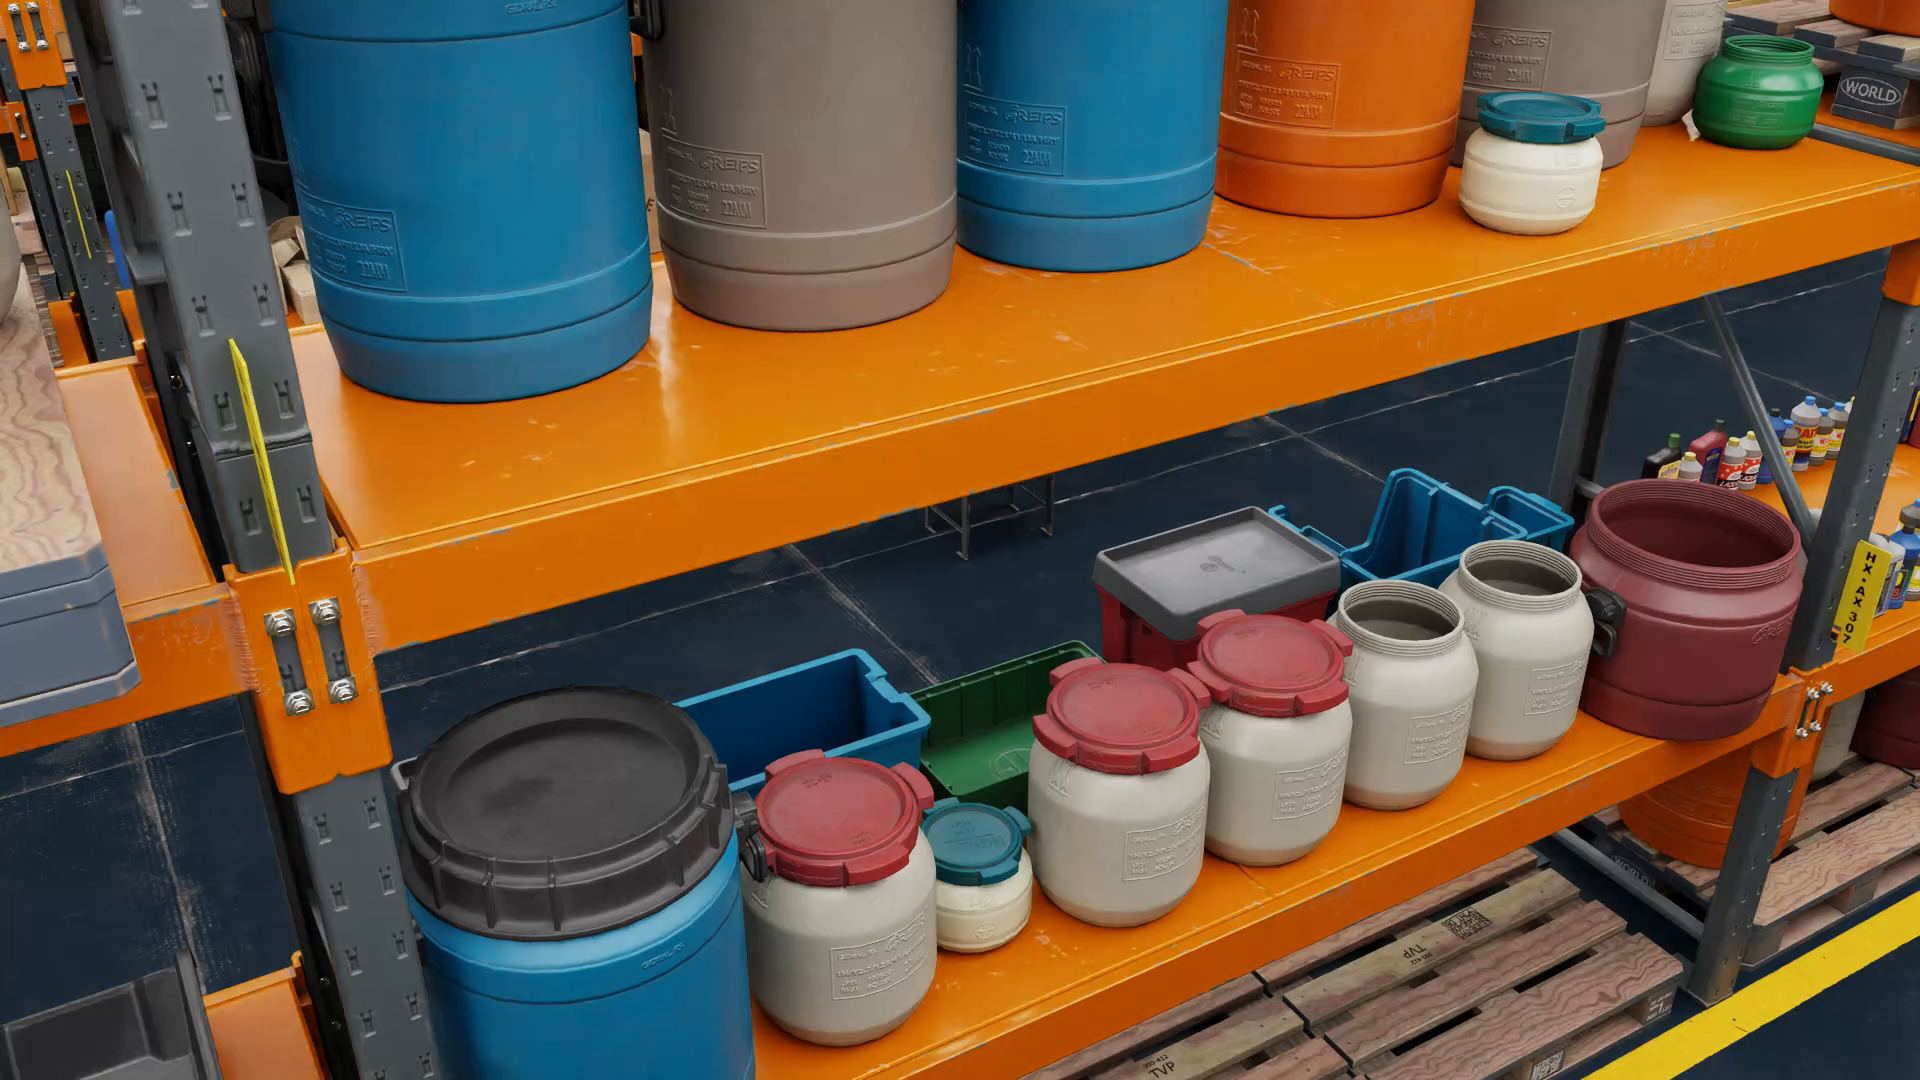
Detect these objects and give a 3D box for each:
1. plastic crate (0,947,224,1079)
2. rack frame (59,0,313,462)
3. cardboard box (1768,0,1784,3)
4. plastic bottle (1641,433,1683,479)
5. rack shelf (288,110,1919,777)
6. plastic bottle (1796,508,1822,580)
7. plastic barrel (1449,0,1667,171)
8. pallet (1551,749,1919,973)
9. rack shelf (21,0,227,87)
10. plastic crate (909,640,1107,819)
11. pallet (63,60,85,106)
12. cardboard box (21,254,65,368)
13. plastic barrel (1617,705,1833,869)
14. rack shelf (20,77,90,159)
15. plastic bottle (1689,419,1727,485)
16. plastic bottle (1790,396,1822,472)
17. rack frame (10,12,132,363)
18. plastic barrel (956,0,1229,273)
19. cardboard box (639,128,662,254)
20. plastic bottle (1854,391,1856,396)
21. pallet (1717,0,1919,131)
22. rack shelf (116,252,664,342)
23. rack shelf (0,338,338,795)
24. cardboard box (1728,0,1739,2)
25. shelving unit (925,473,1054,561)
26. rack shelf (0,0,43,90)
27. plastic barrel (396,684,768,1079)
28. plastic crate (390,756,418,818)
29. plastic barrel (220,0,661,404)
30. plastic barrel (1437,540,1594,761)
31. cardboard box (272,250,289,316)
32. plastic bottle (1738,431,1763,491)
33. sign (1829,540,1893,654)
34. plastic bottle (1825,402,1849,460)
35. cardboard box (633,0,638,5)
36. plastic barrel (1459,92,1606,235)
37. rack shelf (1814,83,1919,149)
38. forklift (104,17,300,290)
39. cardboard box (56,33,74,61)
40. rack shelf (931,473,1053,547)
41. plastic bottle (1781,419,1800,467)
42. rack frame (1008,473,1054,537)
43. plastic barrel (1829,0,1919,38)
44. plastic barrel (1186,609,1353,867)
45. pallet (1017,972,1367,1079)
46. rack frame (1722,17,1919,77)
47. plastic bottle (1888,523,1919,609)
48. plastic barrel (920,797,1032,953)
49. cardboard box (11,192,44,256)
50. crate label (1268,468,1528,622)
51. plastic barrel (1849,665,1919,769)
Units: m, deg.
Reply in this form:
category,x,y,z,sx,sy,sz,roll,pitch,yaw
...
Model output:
category,x,y,z,sx,sy,sz,roll,pitch,yaw
plastic crate,-1.713,1.087,3.240,0.504,0.338,0.767,-16,33,-26
rack frame,-1.198,-1.642,1.912,0.127,3.000,1.000,-16,33,-26
cardboard box,5.515,-3.590,11.546,0.500,0.500,0.500,-16,32,-26
plastic bottle,2.384,-0.220,5.665,0.133,0.283,0.061,-16,33,-26
rack shelf,0.527,-0.503,3.697,4.000,0.370,1.077,-16,33,-26
plastic bottle,2.711,0.025,5.228,0.135,0.276,0.152,-16,33,-26
plastic barrel,1.433,-1.417,4.089,0.600,0.901,0.600,0,29,0
pallet,2.910,1.016,6.190,1.213,0.211,1.003,-16,33,-26
rack shelf,-1.980,-2.568,7.438,4.000,0.370,1.077,-16,33,-26
plastic crate,0.161,0.534,4.398,0.662,0.188,0.450,-16,33,-26
pallet,-5.484,-3.185,11.115,1.213,0.211,1.003,-16,33,-26
cardboard box,-4.083,-1.012,6.876,0.500,0.500,0.700,-17,33,-28
plastic barrel,2.664,0.645,5.788,0.708,0.830,0.600,-16,33,-26
rack shelf,-4.492,-3.317,11.900,4.000,0.370,1.077,-16,33,-26
plastic bottle,2.583,-0.277,5.767,0.133,0.283,0.061,-16,33,-26
plastic bottle,3.027,-0.387,5.980,0.097,0.271,0.097,0,29,0
rack frame,-3.704,-1.080,7.102,0.127,3.000,1.000,-16,33,-26
plastic barrel,0.259,-1.083,3.485,0.708,0.901,0.600,-16,33,-26
cardboard box,-1.694,-1.685,8.095,0.500,0.500,0.500,-18,34,-29
plastic bottle,3.369,-0.500,6.172,0.133,0.283,0.061,-16,33,-26
pallet,2.960,-1.371,4.722,1.213,0.211,1.003,-16,33,-26
rack shelf,-1.980,-1.254,8.163,4.000,0.370,1.077,-16,33,-26
rack shelf,-2.922,0.476,1.923,4.000,0.370,1.077,-16,33,-26
cardboard box,5.075,-3.897,11.068,0.500,0.500,0.500,-15,32,-25
shelving unit,0.143,-0.960,7.816,0.503,2.100,0.431,-16,33,-26
rack shelf,-5.428,-1.588,5.664,4.000,0.370,1.077,-16,33,-26
plastic barrel,-0.711,0.797,3.183,0.708,0.901,0.600,-16,33,-26
plastic crate,-0.935,0.711,3.791,0.583,0.464,0.402,-16,33,-26
plastic barrel,-0.869,-0.763,2.905,0.708,0.901,0.600,-16,33,-26
plastic barrel,1.472,0.297,4.491,0.421,0.512,0.421,0,29,0
cardboard box,-3.302,-1.153,7.389,0.500,0.250,0.500,-14,32,-23
plastic bottle,2.775,-0.285,5.868,0.097,0.201,0.097,0,29,0
sign,2.536,0.162,4.684,0.005,0.325,0.100,-16,33,-26
plastic bottle,3.195,-0.404,6.084,0.097,0.201,0.097,0,29,0
cardboard box,-2.220,-4.317,12.535,0.500,0.500,0.500,-15,32,-25
plastic barrel,1.273,-0.839,3.704,0.301,0.262,0.301,0,29,0
rack shelf,3.975,-1.482,5.472,4.000,0.370,1.077,-16,33,-26
forklift,-3.414,-2.502,9.749,3.031,2.935,1.130,-21,35,-33
cardboard box,-5.761,-3.489,10.909,0.500,0.500,0.700,-16,33,-26
rack shelf,0.143,-0.335,8.161,0.480,0.518,0.431,-16,33,-26
plastic bottle,2.943,-0.333,5.954,0.097,0.201,0.097,0,29,0
rack frame,0.353,-1.020,7.924,0.015,2.100,0.400,-16,33,-26
plastic barrel,2.742,-1.817,4.455,0.708,0.830,0.600,-16,33,-26
plastic barrel,0.744,0.497,4.104,0.433,0.535,0.433,0,29,0
pallet,0.513,1.697,4.957,1.213,0.211,1.003,-16,33,-26
rack frame,2.251,-2.621,3.686,0.127,3.000,1.000,-16,33,-26
plastic bottle,2.902,0.074,5.145,0.097,0.271,0.097,0,29,0
plastic barrel,0.021,0.785,3.866,0.301,0.262,0.301,0,29,0
cardboard box,-3.830,-1.252,6.639,0.250,0.149,0.380,-16,33,-26
crate label,1.257,0.121,4.890,0.616,0.435,0.502,-16,33,-26
plastic barrel,3.638,0.474,6.347,0.708,0.588,0.600,-16,33,-26
